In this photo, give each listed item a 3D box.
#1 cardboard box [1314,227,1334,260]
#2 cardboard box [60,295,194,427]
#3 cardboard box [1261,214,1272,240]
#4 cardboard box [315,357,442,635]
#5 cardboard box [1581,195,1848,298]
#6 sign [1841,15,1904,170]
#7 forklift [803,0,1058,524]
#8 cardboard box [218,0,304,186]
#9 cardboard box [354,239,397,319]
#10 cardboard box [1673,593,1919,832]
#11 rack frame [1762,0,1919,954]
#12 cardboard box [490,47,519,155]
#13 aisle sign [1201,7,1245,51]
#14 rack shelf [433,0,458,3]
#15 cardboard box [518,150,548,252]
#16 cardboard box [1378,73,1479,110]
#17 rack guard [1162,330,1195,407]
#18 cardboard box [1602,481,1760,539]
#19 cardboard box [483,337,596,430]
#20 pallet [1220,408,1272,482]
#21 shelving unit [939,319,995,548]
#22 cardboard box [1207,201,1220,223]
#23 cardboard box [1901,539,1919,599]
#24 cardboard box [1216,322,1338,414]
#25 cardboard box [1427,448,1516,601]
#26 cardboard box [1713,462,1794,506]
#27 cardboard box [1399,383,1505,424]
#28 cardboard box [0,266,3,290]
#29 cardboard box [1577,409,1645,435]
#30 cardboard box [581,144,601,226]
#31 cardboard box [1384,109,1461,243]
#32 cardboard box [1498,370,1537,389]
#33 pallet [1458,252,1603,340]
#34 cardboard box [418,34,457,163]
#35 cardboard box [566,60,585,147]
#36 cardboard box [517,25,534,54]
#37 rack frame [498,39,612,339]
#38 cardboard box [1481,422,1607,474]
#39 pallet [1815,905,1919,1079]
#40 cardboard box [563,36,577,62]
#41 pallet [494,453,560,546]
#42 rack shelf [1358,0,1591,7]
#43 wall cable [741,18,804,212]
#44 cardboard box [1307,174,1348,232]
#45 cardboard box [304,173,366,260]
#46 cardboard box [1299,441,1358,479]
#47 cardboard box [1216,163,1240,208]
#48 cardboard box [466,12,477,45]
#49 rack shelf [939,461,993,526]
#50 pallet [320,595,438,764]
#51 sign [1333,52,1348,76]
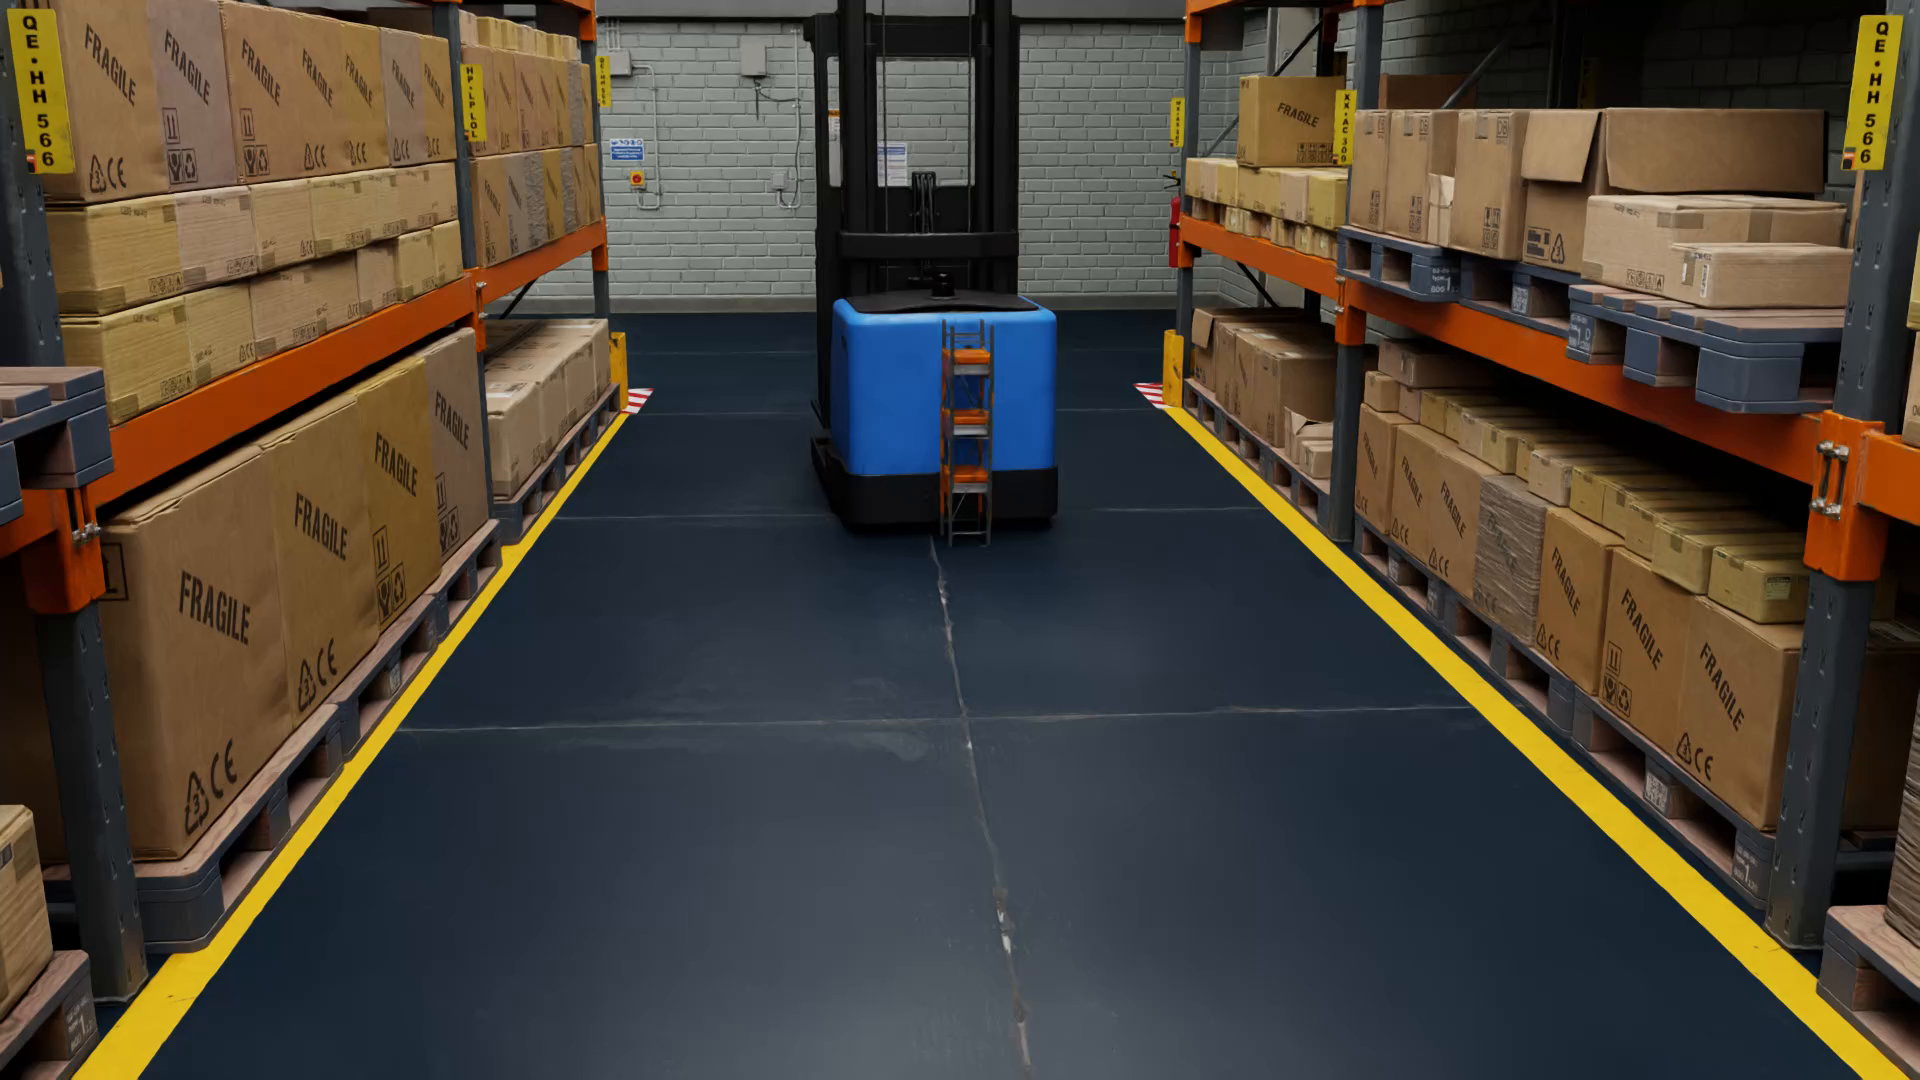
[{"bbox_3d":[1.973,-1.474,8.238,0.380,0.149,0.250,0,14,-2],"label":"cardboard box"},{"bbox_3d":[-2.203,-0.436,4.002,0.500,0.250,0.500,-1,14,-4],"label":"cardboard box"},{"bbox_3d":[1.933,-1.793,9.480,0.380,0.149,0.250,-1,14,-4],"label":"cardboard box"},{"bbox_3d":[-2.490,-0.175,6.107,0.875,0.875,0.875,0,14,-2],"label":"cardboard box"},{"bbox_3d":[2.142,-0.849,4.763,0.500,0.250,0.500,-2,15,-6],"label":"cardboard box"},{"bbox_3d":[1.989,-0.972,3.621,0.100,0.325,0.005,-1,14,-3],"label":"sign"},{"bbox_3d":[-0.269,-1.817,9.206,1.130,2.935,3.031,-2,15,-9],"label":"forklift"},{"bbox_3d":[-2.267,-1.294,4.830,0.500,0.500,0.500,0,14,-2],"label":"cardboard box"},{"bbox_3d":[-2.350,-0.945,5.981,0.500,0.250,0.500,-1,14,-5],"label":"cardboard box"},{"bbox_3d":[2.289,0.445,4.452,0.500,0.500,0.500,0,14,-2],"label":"cardboard box"},{"bbox_3d":[2.530,-0.461,3.797,1.000,3.000,0.127,-1,14,-3],"label":"rack frame"},{"bbox_3d":[-2.484,-2.158,8.188,0.500,0.500,0.500,-1,14,-4],"label":"cardboard box"},{"bbox_3d":[1.737,-3.722,11.254,0.394,0.787,0.004,-1,14,-3],"label":"aisle sign"},{"bbox_3d":[-2.548,-1.985,5.144,1.077,0.370,4.000,-1,14,-3],"label":"rack shelf"},{"bbox_3d":[-2.491,-1.796,8.786,0.500,0.500,0.500,-1,14,-3],"label":"cardboard box"},{"bbox_3d":[2.456,-2.264,9.007,0.500,0.500,0.500,-1,14,-5],"label":"cardboard box"},{"bbox_3d":[2.039,-1.221,11.767,1.175,0.500,0.348,-1,14,-3],"label":"rack guard"},{"bbox_3d":[2.256,-0.086,5.214,0.380,0.149,0.250,0,14,-2],"label":"cardboard box"},{"bbox_3d":[-2.714,-0.945,9.979,0.875,0.438,0.875,0,14,-2],"label":"cardboard box"},{"bbox_3d":[2.162,-0.580,9.857,1.003,0.211,1.213,-1,14,-3],"label":"pallet"},{"bbox_3d":[0.030,-0.503,7.869,0.215,1.050,0.252,-2,15,-10],"label":"shelving unit"},{"bbox_3d":[1.843,-2.180,10.984,0.380,0.149,0.250,-1,14,-2],"label":"cardboard box"},{"bbox_3d":[2.809,0.098,4.498,0.380,0.149,0.250,0,14,-1],"label":"cardboard box"},{"bbox_3d":[1.992,-1.076,10.363,0.700,0.500,0.500,0,14,-1],"label":"cardboard box"},{"bbox_3d":[2.157,-0.068,6.444,0.500,0.500,0.500,-1,14,-5],"label":"cardboard box"},{"bbox_3d":[2.735,-0.162,5.510,0.380,0.149,0.250,-1,14,-5],"label":"cardboard box"},{"bbox_3d":[2.133,-0.601,7.216,0.380,0.149,0.250,-1,14,-5],"label":"cardboard box"},{"bbox_3d":[-2.118,-0.670,2.971,0.500,0.500,0.500,-1,14,-5],"label":"cardboard box"},{"bbox_3d":[2.644,-0.417,6.499,0.380,0.149,0.250,0,14,-2],"label":"cardboard box"},{"bbox_3d":[-2.625,-2.305,10.765,0.500,0.500,0.500,-1,14,-3],"label":"cardboard box"},{"bbox_3d":[2.121,-1.455,6.617,0.700,0.500,0.500,-1,14,-3],"label":"cardboard box"},{"bbox_3d":[2.593,-0.675,7.503,0.380,0.149,0.250,-1,15,-6],"label":"cardboard box"},{"bbox_3d":[2.405,-0.851,5.700,1.003,0.211,1.213,-1,14,-3],"label":"pallet"},{"bbox_3d":[-2.393,-1.803,6.808,0.500,0.500,0.500,0,14,-2],"label":"cardboard box"},{"bbox_3d":[-2.590,-2.660,10.136,0.500,0.500,0.500,-1,14,-3],"label":"cardboard box"},{"bbox_3d":[-2.508,-2.686,8.938,0.380,0.149,0.250,-1,14,-3],"label":"cardboard box"},{"bbox_3d":[-2.919,-2.373,11.228,1.000,3.000,0.127,-1,14,-3],"label":"rack frame"},{"bbox_3d":[2.182,-0.345,6.220,0.380,0.149,0.250,0,14,-1],"label":"cardboard box"},{"bbox_3d":[2.542,1.095,3.346,1.003,0.211,1.213,-1,14,-3],"label":"pallet"},{"bbox_3d":[-2.558,-3.008,10.187,0.380,0.149,0.250,-1,14,-4],"label":"cardboard box"},{"bbox_3d":[-2.641,-0.218,8.449,1.003,0.211,1.213,-1,14,-3],"label":"pallet"},{"bbox_3d":[2.406,-2.062,5.446,1.077,0.370,4.000,-1,14,-3],"label":"rack shelf"},{"bbox_3d":[-1.877,-4.291,16.647,0.588,1.984,0.122,-1,14,-3],"label":"wall cable"},{"bbox_3d":[2.007,-1.650,8.122,0.500,0.250,0.500,-1,14,-2],"label":"cardboard box"},{"bbox_3d":[-2.276,-1.061,5.429,0.500,0.250,0.500,-1,14,-2],"label":"cardboard box"},{"bbox_3d":[1.955,-0.412,8.487,0.380,0.149,0.250,-1,14,-5],"label":"cardboard box"},{"bbox_3d":[1.860,-2.153,10.079,0.500,0.250,0.500,-1,14,-4],"label":"cardboard box"},{"bbox_3d":[-2.464,-2.371,7.711,0.380,0.149,0.250,-1,14,-3],"label":"cardboard box"},{"bbox_3d":[0.027,-0.224,7.940,0.215,0.259,0.240,-2,15,-10],"label":"rack shelf"},{"bbox_3d":[-2.470,0.468,5.786,1.003,0.211,1.213,-1,14,-3],"label":"pallet"},{"bbox_3d":[2.590,-3.168,11.360,0.100,0.325,0.005,-1,14,-3],"label":"sign"}]
